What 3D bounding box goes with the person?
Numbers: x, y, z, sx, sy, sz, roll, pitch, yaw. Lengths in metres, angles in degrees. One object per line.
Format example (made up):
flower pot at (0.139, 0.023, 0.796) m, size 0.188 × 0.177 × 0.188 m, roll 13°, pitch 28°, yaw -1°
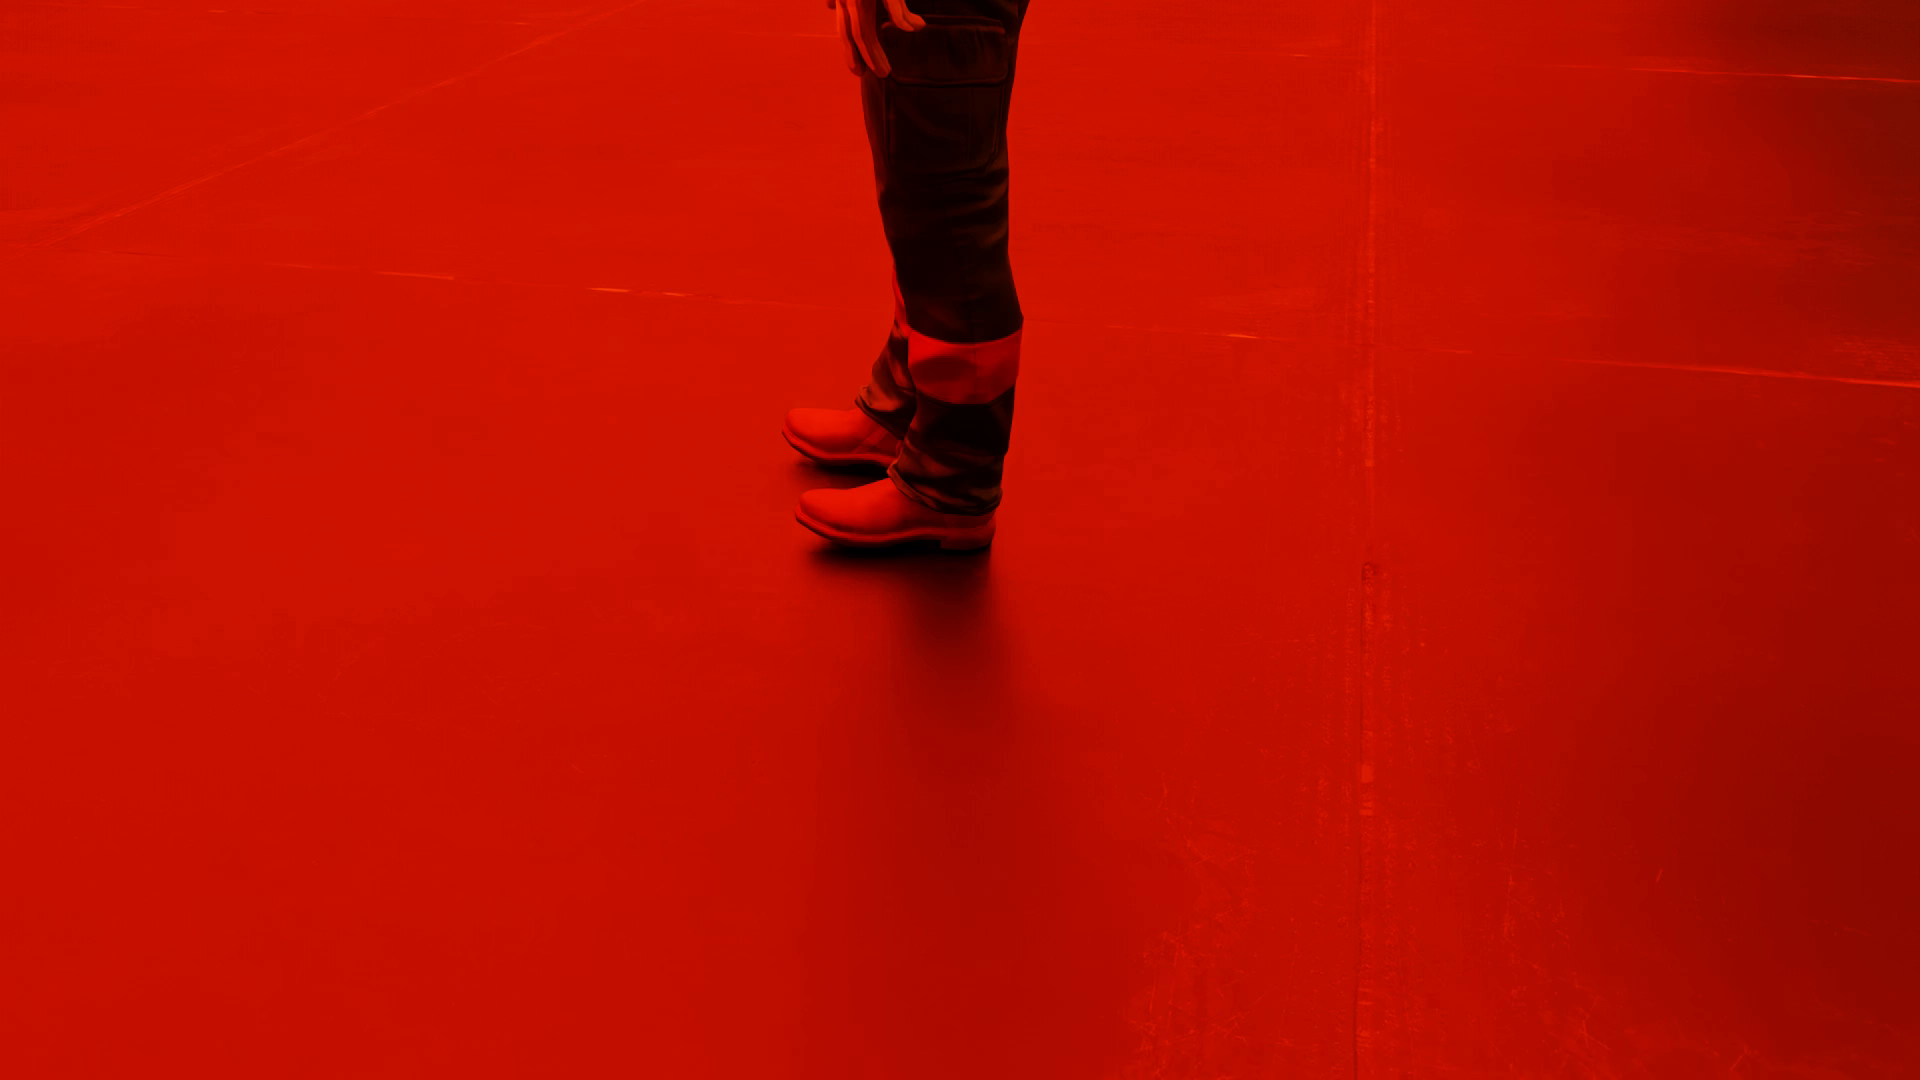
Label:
person at (-0.075, -0.819, 2.120) m, size 0.564 × 1.787 × 0.637 m, roll 6°, pitch 27°, yaw 11°
